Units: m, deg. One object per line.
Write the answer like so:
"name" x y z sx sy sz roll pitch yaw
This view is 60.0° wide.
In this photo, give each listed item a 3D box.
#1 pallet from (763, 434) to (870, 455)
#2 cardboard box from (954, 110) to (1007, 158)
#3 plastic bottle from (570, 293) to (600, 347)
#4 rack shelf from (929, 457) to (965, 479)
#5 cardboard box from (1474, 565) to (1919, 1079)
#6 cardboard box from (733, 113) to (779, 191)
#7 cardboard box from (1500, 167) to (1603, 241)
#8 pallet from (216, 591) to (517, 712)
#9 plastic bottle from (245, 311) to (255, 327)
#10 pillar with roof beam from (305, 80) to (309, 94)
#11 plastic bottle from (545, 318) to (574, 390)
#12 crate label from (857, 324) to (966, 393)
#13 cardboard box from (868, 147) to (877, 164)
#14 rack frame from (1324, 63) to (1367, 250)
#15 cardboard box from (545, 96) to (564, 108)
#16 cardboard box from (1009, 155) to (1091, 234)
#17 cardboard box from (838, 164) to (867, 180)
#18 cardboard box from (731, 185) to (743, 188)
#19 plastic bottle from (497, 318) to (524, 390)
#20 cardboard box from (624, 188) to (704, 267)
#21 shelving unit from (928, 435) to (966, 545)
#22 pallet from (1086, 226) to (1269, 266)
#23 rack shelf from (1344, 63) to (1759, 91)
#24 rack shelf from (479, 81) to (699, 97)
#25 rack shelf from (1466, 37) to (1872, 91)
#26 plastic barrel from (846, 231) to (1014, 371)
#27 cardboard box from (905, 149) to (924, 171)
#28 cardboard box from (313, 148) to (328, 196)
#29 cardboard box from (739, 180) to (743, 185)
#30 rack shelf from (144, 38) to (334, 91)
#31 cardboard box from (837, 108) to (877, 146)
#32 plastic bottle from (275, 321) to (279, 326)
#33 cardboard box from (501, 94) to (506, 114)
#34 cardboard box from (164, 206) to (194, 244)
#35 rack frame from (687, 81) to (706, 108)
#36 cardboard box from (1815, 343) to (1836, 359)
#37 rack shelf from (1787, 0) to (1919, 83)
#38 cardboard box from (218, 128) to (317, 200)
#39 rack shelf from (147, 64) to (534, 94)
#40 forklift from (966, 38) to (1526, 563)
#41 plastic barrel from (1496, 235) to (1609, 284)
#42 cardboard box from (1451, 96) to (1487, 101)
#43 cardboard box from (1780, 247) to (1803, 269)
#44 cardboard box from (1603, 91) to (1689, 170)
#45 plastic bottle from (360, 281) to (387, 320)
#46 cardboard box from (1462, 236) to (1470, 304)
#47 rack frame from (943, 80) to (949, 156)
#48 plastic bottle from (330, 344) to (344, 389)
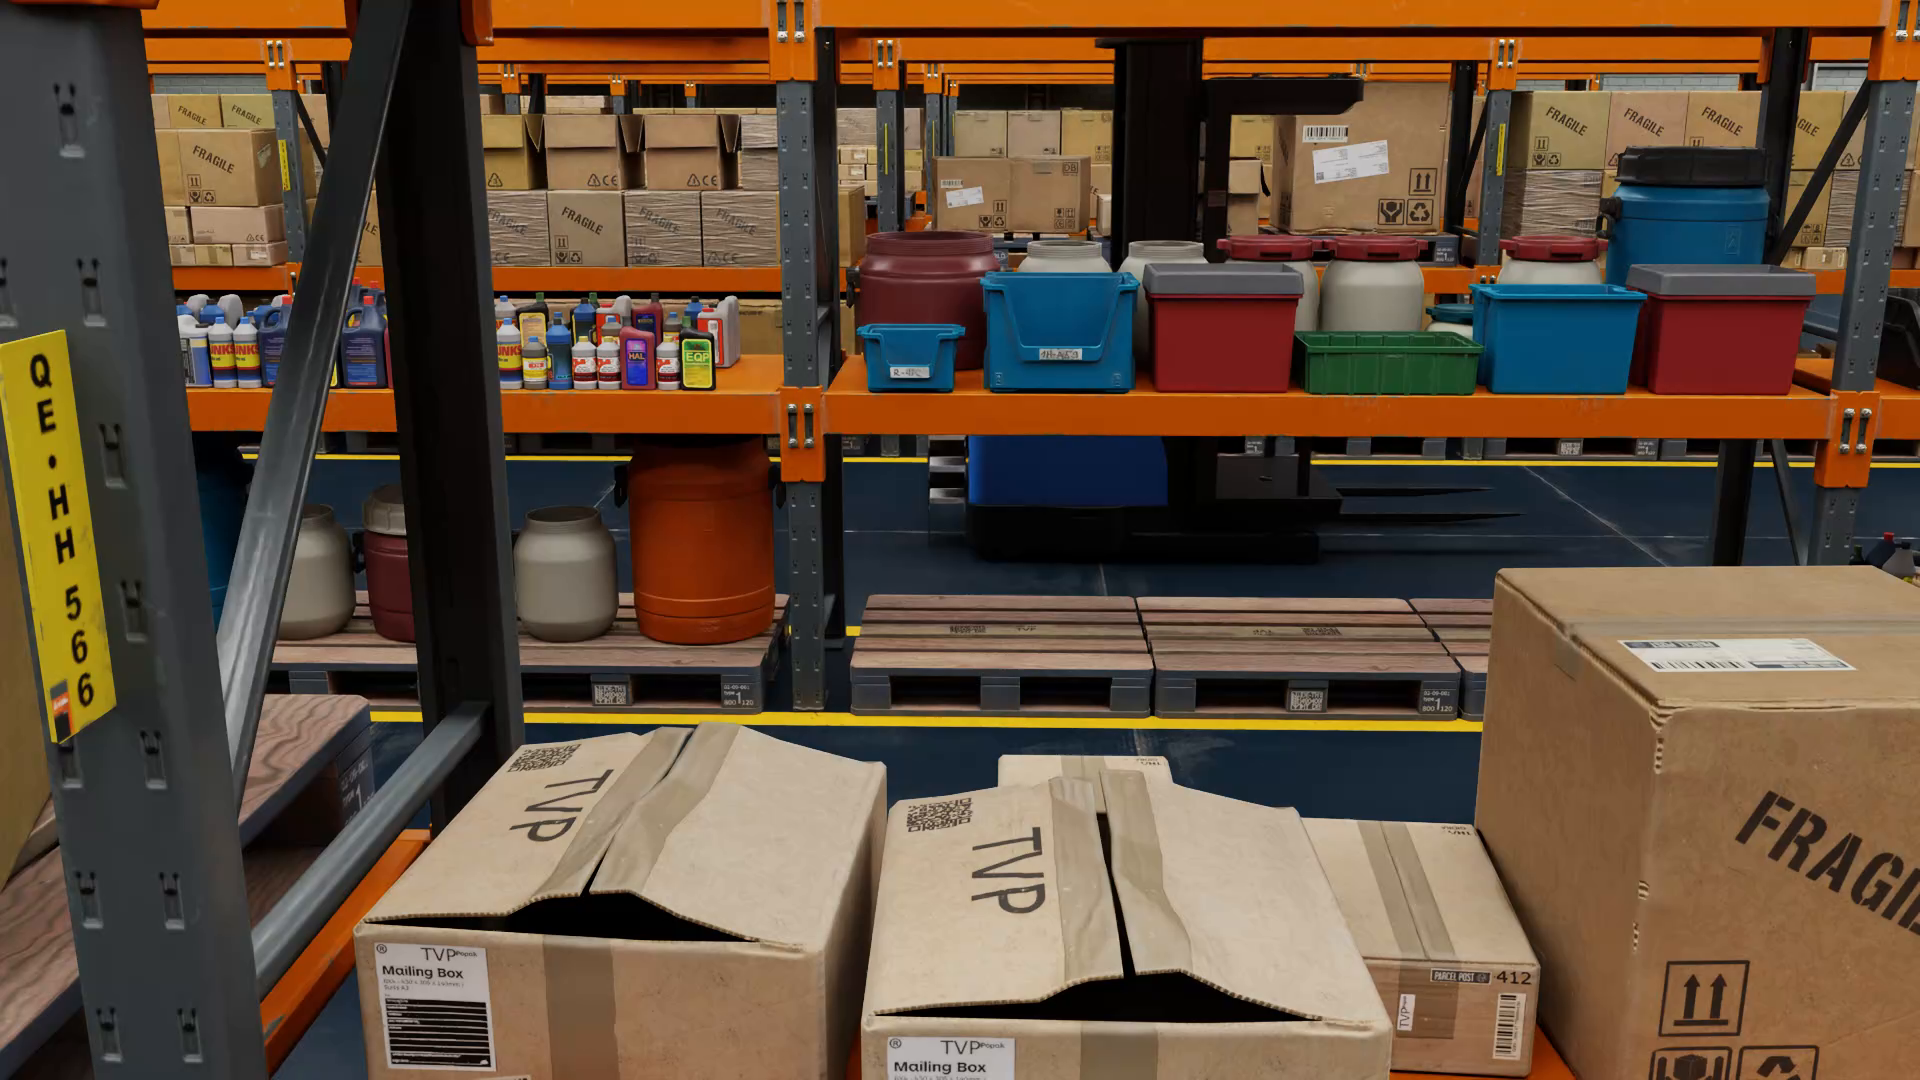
"pallet" -1.259 -0.822 12.043 1.213 0.211 1.003 0 15 1
"cardboard box" 0.204 -3.937 16.226 0.500 0.500 0.700 0 15 1
"plastic bottle" -1.619 -0.928 7.204 0.133 0.283 0.061 0 15 1
"rack shelf" -0.071 -0.403 9.235 0.200 0.077 0.258 0 15 0
"cardboard box" 0.949 0.338 1.981 0.500 0.500 0.500 0 15 -2
"cardboard box" -1.203 -2.689 11.488 0.637 0.503 0.797 1 15 3
"cardboard box" 3.974 -2.294 11.375 0.500 0.500 0.875 0 15 1
"pallet" -2.605 0.462 7.175 1.213 0.211 1.003 0 15 1
"plastic bottle" -3.075 -0.893 7.233 0.097 0.201 0.097 0 15 0
"pillar with roof beam" -10.876 -8.042 22.181 0.400 9.000 9.100 0 15 1
"plastic bottle" -1.554 -0.723 6.452 0.097 0.271 0.097 0 15 0
"crate label" -0.187 -0.704 6.456 0.416 0.233 0.303 0 15 1
"cardboard box" -0.747 -3.666 15.858 0.250 0.149 0.380 0 15 -1
"rack frame" 3.754 -3.384 16.288 0.127 3.000 1.000 0 15 1
"cardboard box" -5.044 -5.499 20.877 0.250 0.149 0.380 0 15 1
"cardboard box" 0.629 -2.426 11.637 0.500 0.500 0.700 3 15 10
"cardboard box" -1.017 -3.524 15.904 0.250 0.149 0.380 1 15 4
"cardboard box" -1.467 -2.270 11.868 0.500 0.500 0.500 0 15 0
"plastic bottle" -1.749 -0.724 6.457 0.097 0.271 0.097 0 15 0
"cardboard box" -1.990 -2.142 11.383 0.500 0.500 0.500 0 15 0
"shelving unit" -0.071 -0.435 9.227 0.210 0.900 0.258 0 15 0
"pallet" 1.507 -2.051 11.610 1.213 0.211 1.003 0 15 1
"rack shelf" 5.753 -4.474 15.948 4.000 0.370 1.077 0 15 1
"rack shelf" -6.094 -7.081 25.829 4.000 0.370 1.077 0 15 1
"rack shelf" 5.526 -3.210 11.156 4.000 0.370 1.077 0 15 1
"plastic barrel" -0.127 -1.023 7.071 0.708 0.536 0.600 0 15 1
"cardboard box" -0.710 -4.781 20.896 0.500 0.250 0.500 0 15 1
"cardboard box" -6.266 -3.576 16.236 0.500 0.500 0.500 0 15 0
"cardboard box" -2.032 -3.388 15.970 0.250 0.149 0.380 1 15 3
"rack shelf" -6.471 -3.288 11.452 4.000 0.370 1.077 0 15 1
"cardboard box" -1.256 -5.143 20.798 0.500 0.500 0.500 1 15 2
"plastic bottle" -2.674 -0.767 6.620 0.097 0.271 0.097 0 15 0
"cardboard box" -4.688 -4.177 16.554 0.500 0.500 0.500 1 15 3
"cardboard box" -5.437 -2.182 11.443 0.500 0.250 0.500 1 15 3
"rack frame" -4.095 -5.965 26.071 0.127 3.000 1.000 0 15 1
"cardboard box" 6.303 -1.092 11.676 0.500 0.500 0.500 4 15 16
"rack shelf" 5.399 -1.947 6.368 4.000 0.370 1.077 0 15 1
"cardboard box" -4.943 -2.675 11.838 0.500 0.500 0.500 0 15 1
"rack shelf" -6.243 -4.552 16.244 4.000 0.370 1.077 0 15 1
"forklift" 1.552 -1.430 9.014 3.031 2.935 1.130 0 15 0
"plastic barrel" 2.449 -0.985 6.927 0.433 0.535 0.433 0 15 0
"cardboard box" 6.244 -5.227 20.533 0.500 0.500 0.700 0 15 1
"cardboard box" 5.484 -1.924 11.246 0.250 0.149 0.380 0 15 1
"cardboard box" 4.469 -2.725 11.050 0.500 0.500 0.500 0 15 1
"plastic bottle" -2.439 -0.916 7.028 0.185 0.351 0.144 0 15 1
"cardboard box" 5.282 -2.533 16.404 0.875 0.875 0.875 0 15 2
"rack frame" -0.219 -4.673 21.174 0.127 3.000 1.000 0 15 1
"plastic bottle" -2.475 -0.730 6.456 0.133 0.283 0.061 0 15 1
